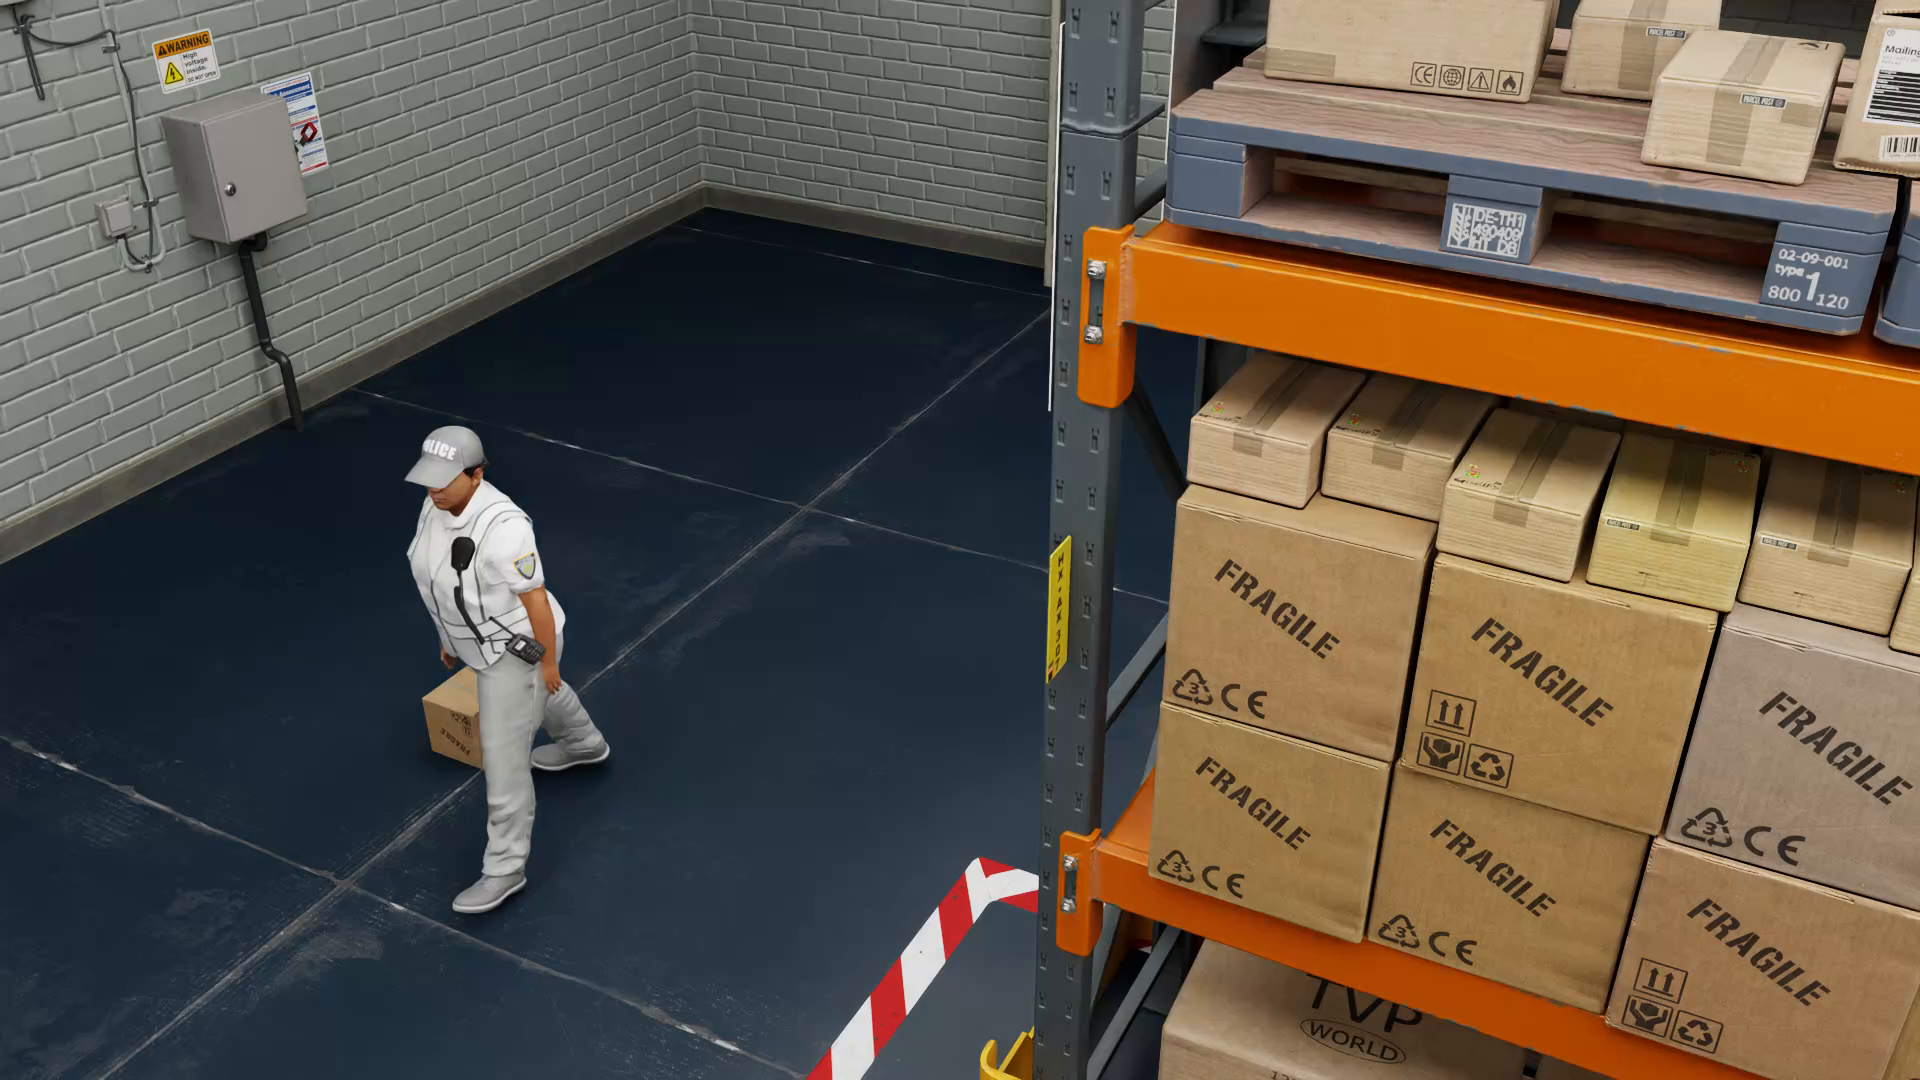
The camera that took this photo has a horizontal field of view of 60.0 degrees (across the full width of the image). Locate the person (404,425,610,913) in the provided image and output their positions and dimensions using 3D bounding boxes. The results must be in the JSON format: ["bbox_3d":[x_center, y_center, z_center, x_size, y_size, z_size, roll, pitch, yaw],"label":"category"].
[{"bbox_3d":[-1.546,0.340,5.550,0.633,1.623,0.892,26,39,37],"label":"person"}]
